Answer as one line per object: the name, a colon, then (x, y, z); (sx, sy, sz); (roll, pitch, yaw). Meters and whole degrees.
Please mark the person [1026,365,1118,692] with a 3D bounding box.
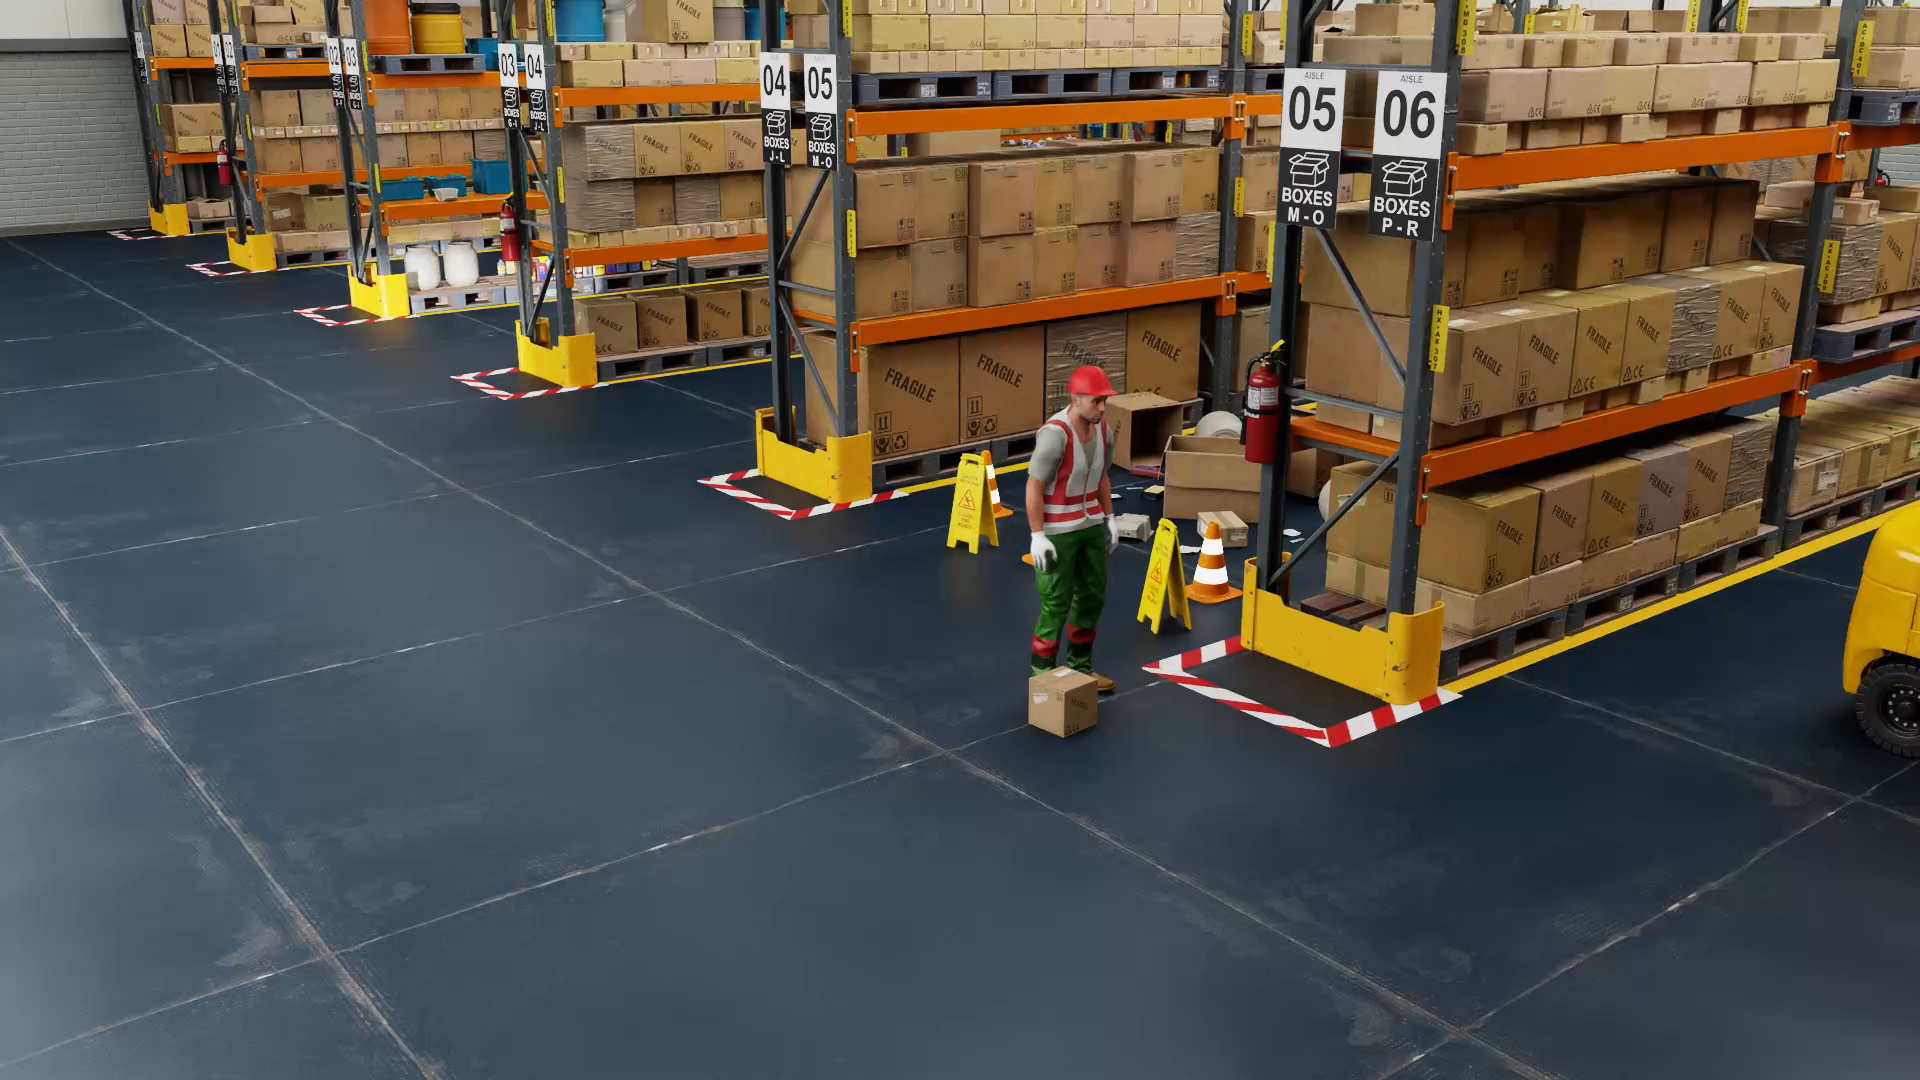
person: (0.594, -0.034, 8.635); (0.604, 1.778, 0.453); (-15, 23, -39)
